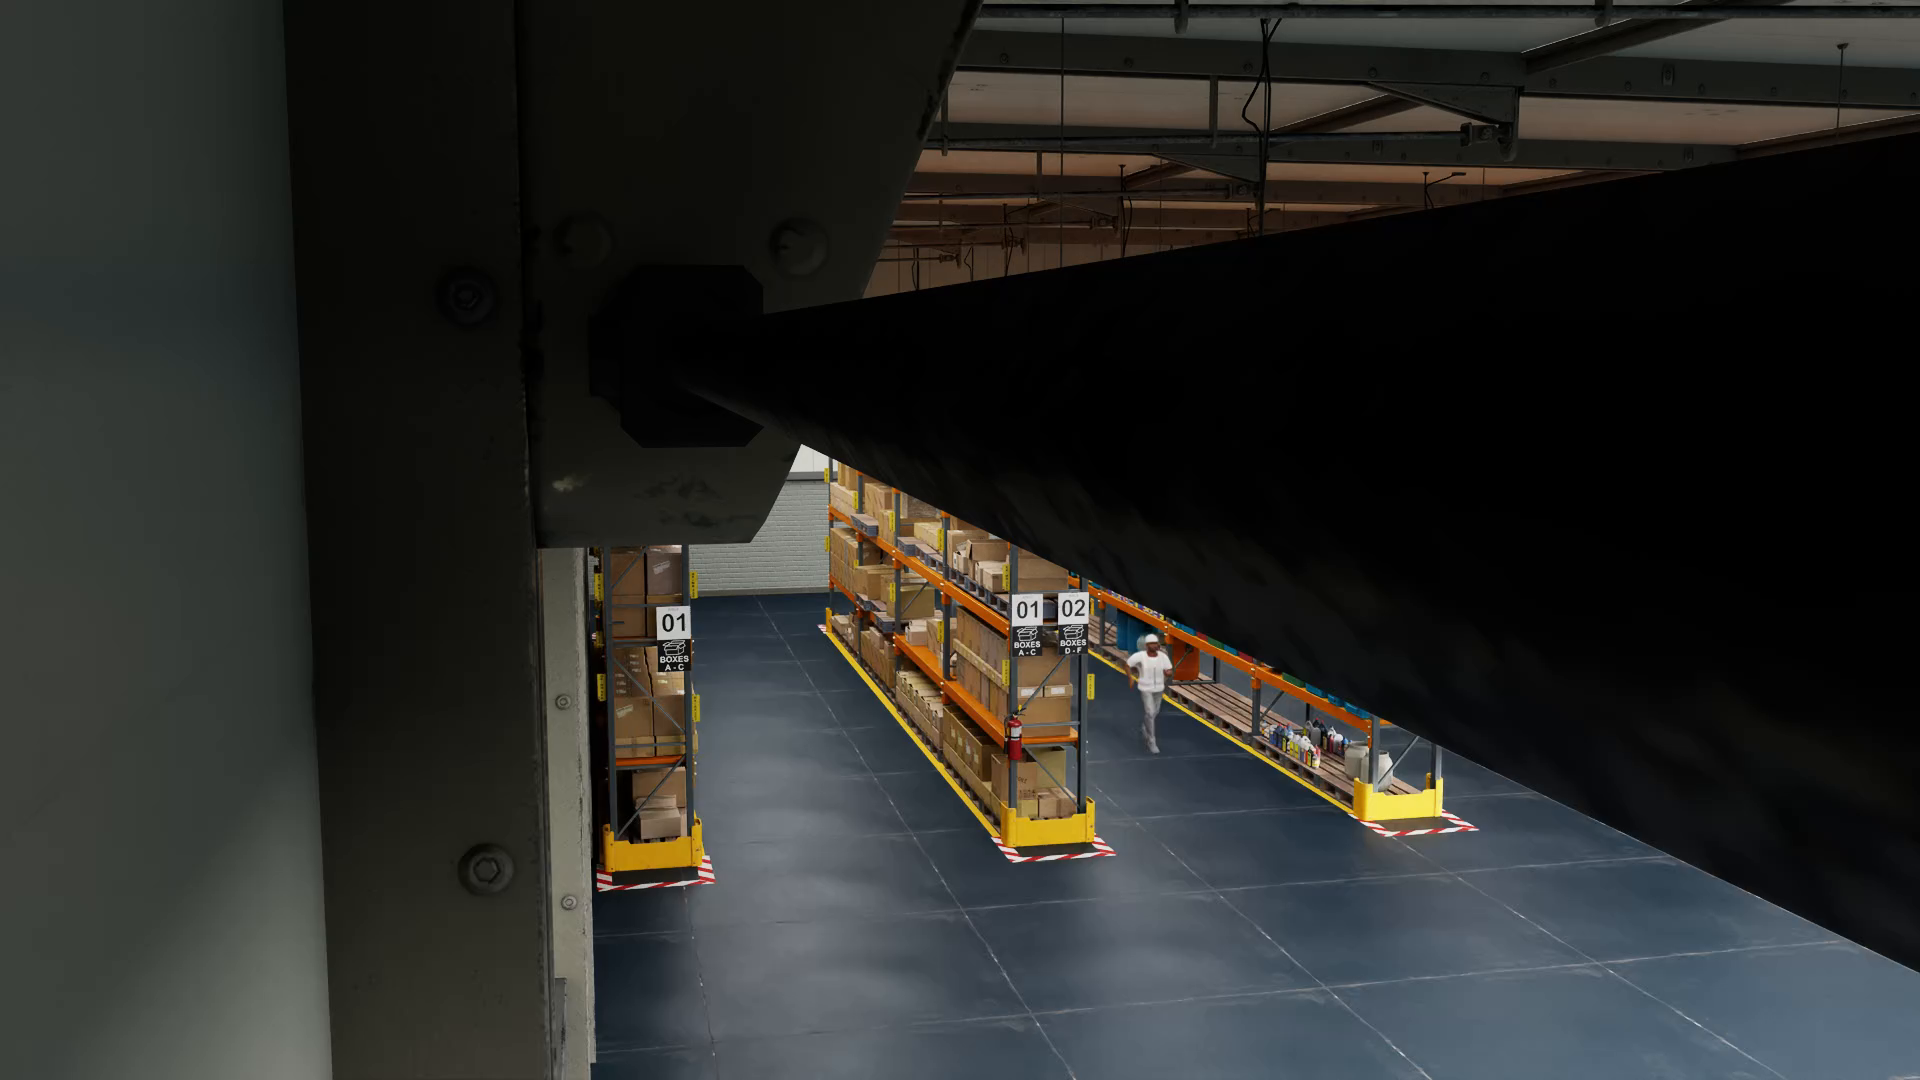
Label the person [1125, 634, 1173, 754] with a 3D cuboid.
[{"bbox_3d":[2.986,2.357,25.967,0.686,1.797,0.880,-2,7,-20],"label":"person"}]
